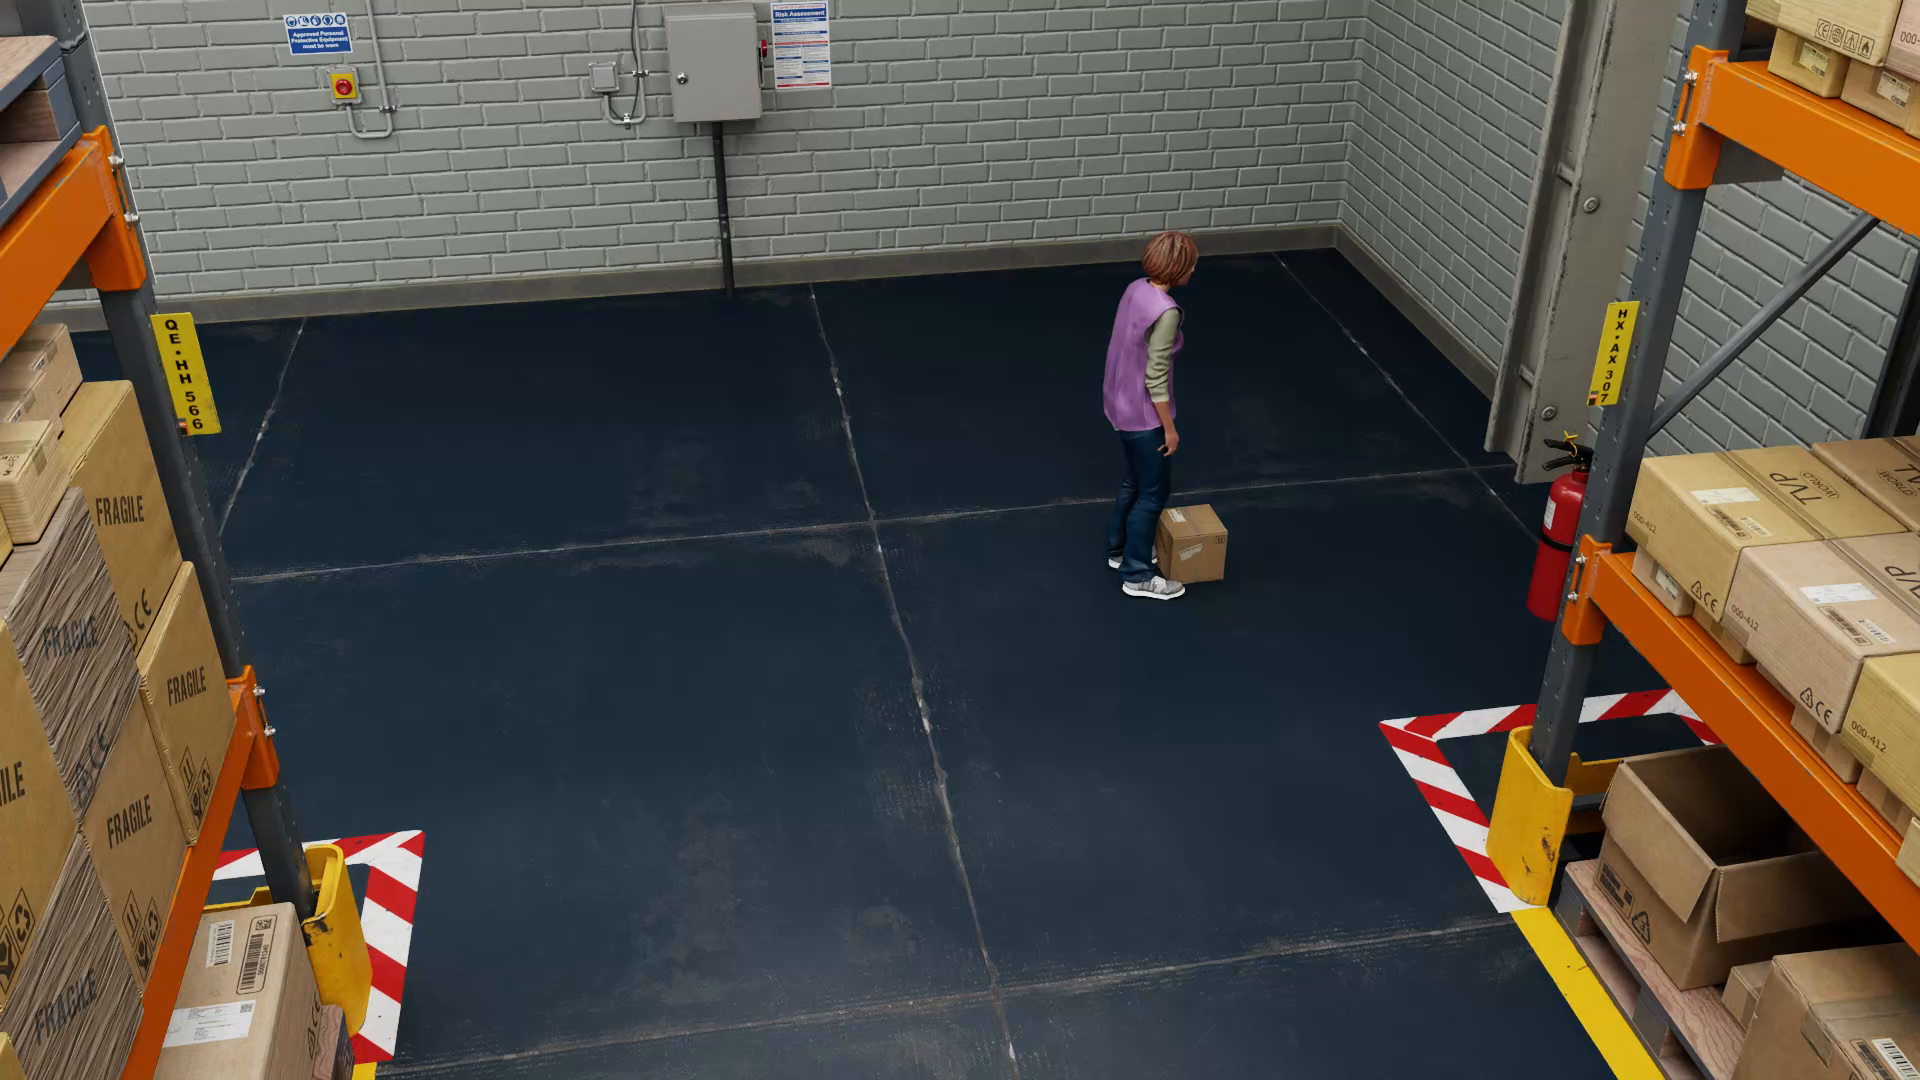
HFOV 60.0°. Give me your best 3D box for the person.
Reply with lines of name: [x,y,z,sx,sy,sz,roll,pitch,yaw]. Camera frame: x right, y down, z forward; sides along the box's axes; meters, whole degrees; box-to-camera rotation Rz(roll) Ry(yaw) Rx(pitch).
person: [0.788,-0.529,7.019,0.347,1.593,0.477,-6,32,-10]
